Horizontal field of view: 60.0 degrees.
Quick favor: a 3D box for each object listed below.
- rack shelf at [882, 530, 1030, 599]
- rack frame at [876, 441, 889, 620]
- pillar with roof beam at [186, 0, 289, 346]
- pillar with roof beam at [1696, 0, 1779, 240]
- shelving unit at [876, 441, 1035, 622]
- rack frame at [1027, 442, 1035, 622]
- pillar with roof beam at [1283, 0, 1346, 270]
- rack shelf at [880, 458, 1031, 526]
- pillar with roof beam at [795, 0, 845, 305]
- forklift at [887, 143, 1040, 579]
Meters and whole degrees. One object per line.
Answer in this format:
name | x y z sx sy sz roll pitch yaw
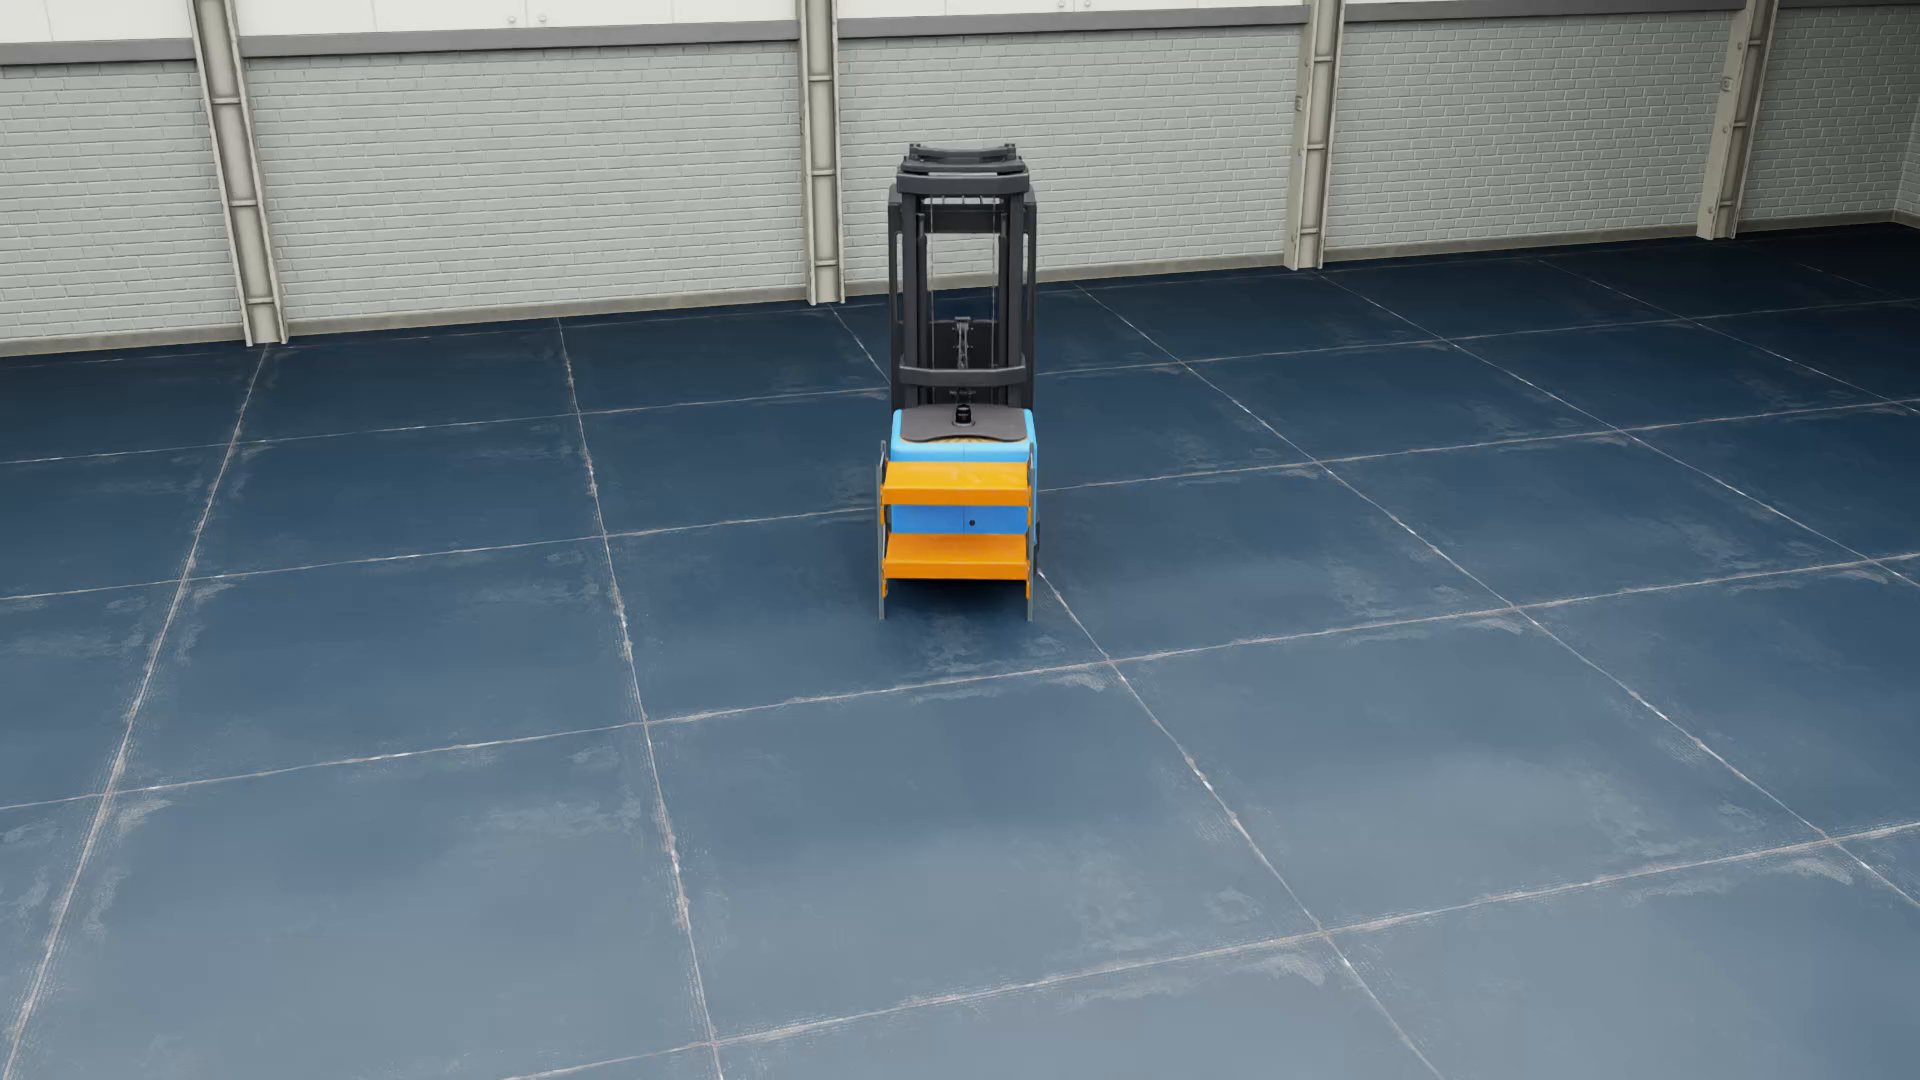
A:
rack shelf | -0.023 0.165 11.490 1.000 0.278 0.538 1 23 1
rack frame | -0.531 -0.065 11.404 0.032 1.125 0.500 1 23 1
pillar with roof beam | -6.156 -4.609 12.009 0.400 9.000 9.100 -6 24 -14
pillar with roof beam | 11.175 -6.526 16.477 0.400 9.000 9.100 -6 24 -14
shelving unit | -0.023 -0.060 11.393 1.048 1.125 0.538 1 23 1
rack frame | 0.485 -0.055 11.382 0.032 1.125 0.500 1 23 1
pillar with roof beam | 5.398 -5.887 14.987 0.400 9.000 9.100 -6 24 -14
rack shelf | -0.023 -0.329 11.278 1.000 0.278 0.538 1 23 1
pillar with roof beam | -0.379 -5.248 13.498 0.400 9.000 9.100 -6 24 -14
forklift | 0.014 -1.602 12.697 1.130 2.935 3.031 0 23 -1
